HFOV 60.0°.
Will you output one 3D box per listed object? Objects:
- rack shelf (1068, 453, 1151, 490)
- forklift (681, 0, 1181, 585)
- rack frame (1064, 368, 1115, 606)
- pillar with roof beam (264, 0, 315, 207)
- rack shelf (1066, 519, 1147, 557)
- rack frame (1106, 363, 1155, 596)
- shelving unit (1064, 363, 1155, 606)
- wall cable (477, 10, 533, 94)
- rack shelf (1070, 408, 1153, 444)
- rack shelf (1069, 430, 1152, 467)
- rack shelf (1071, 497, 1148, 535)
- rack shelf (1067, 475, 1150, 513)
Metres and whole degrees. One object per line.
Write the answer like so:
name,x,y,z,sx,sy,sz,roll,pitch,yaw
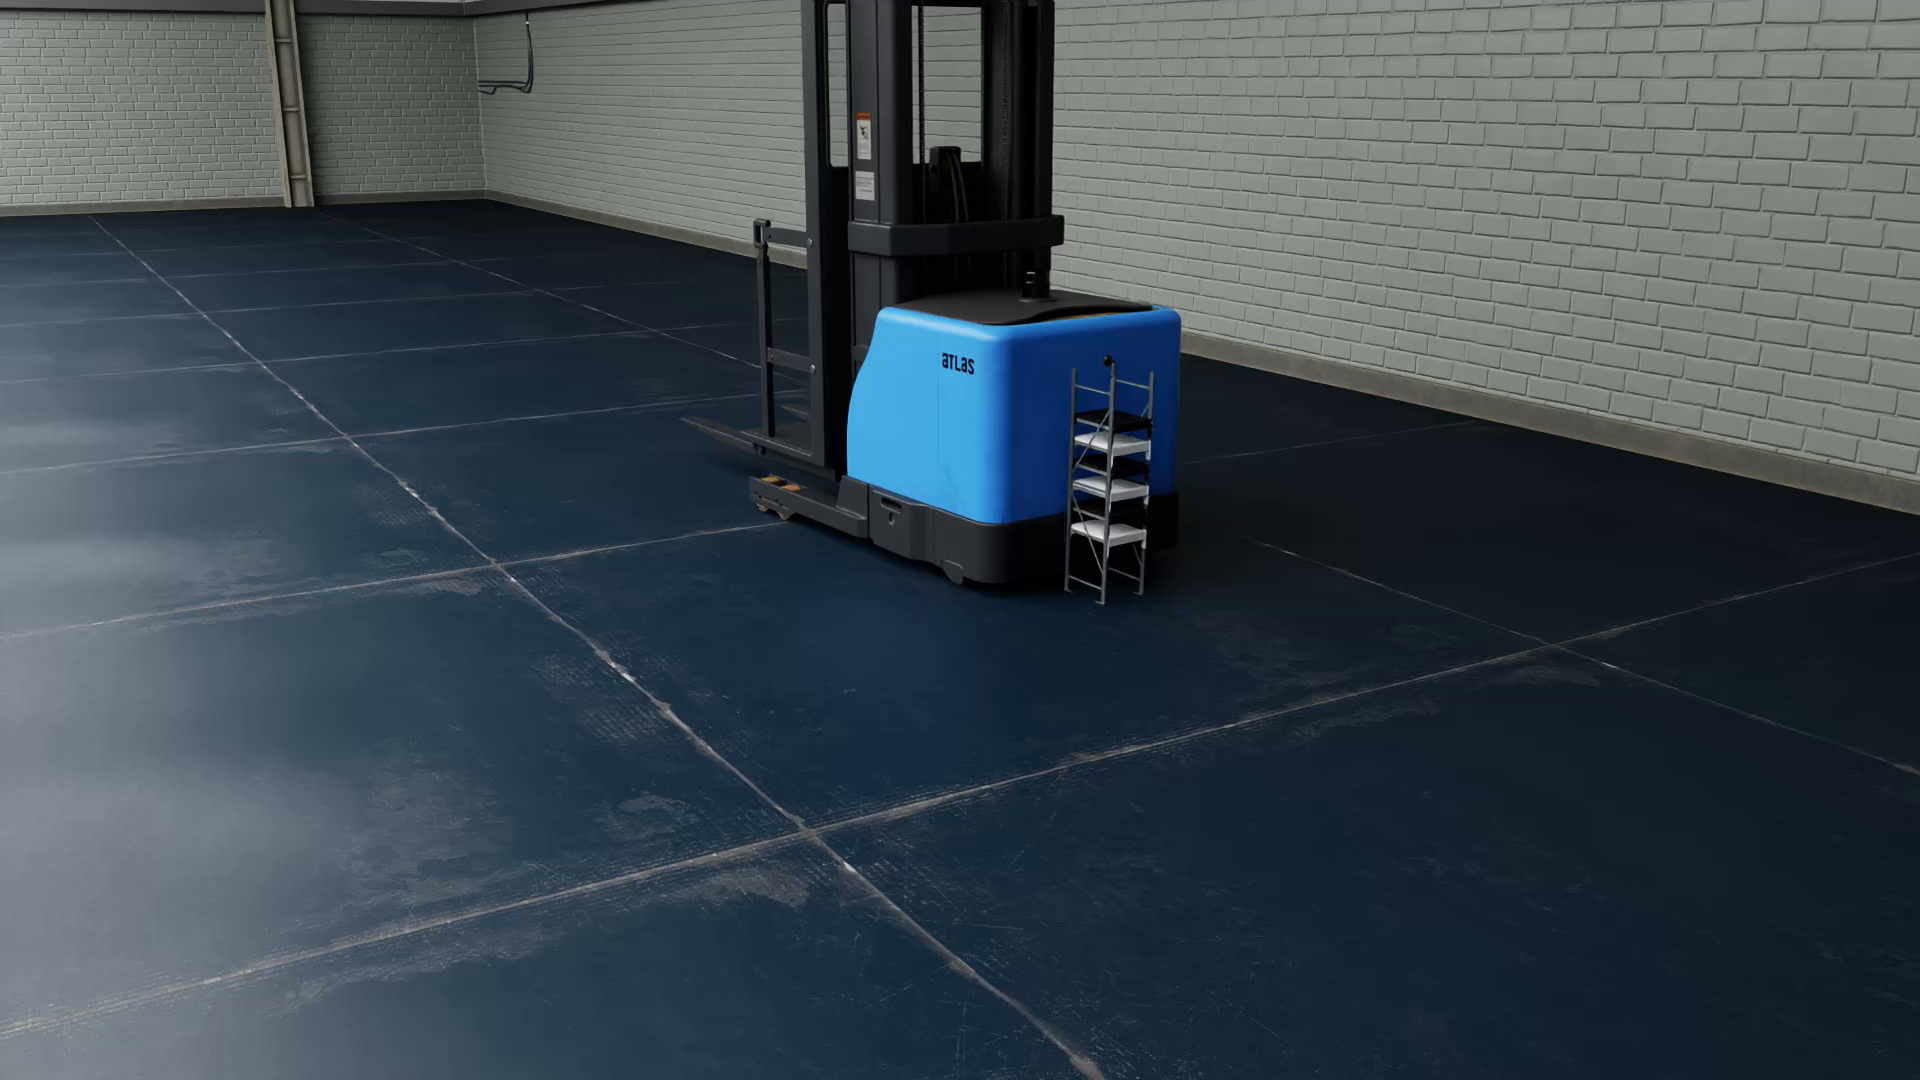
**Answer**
rack shelf,0.583,-0.274,6.497,0.200,0.077,0.258,-12,21,-36
forklift,-0.342,-1.572,7.588,1.130,2.935,3.031,-11,19,-34
rack frame,0.501,-0.203,6.454,0.006,0.900,0.240,-12,21,-36
pillar with roof beam,-8.154,-8.581,21.348,0.400,9.000,9.100,-9,18,-30
rack shelf,0.578,-0.016,6.575,0.200,0.077,0.258,-12,21,-36
rack frame,0.663,-0.237,6.572,0.006,0.900,0.240,-12,21,-36
shelving unit,0.582,-0.220,6.513,0.210,0.900,0.258,-12,21,-36
wall cable,-7.165,-8.185,25.690,0.112,2.526,3.097,-9,18,-30
rack shelf,0.586,-0.446,6.444,0.200,0.077,0.258,-12,21,-36
rack shelf,0.584,-0.360,6.470,0.200,0.077,0.258,-12,21,-36
rack shelf,0.580,-0.102,6.549,0.200,0.077,0.258,-12,21,-36
rack shelf,0.581,-0.188,6.523,0.200,0.077,0.258,-12,21,-36
